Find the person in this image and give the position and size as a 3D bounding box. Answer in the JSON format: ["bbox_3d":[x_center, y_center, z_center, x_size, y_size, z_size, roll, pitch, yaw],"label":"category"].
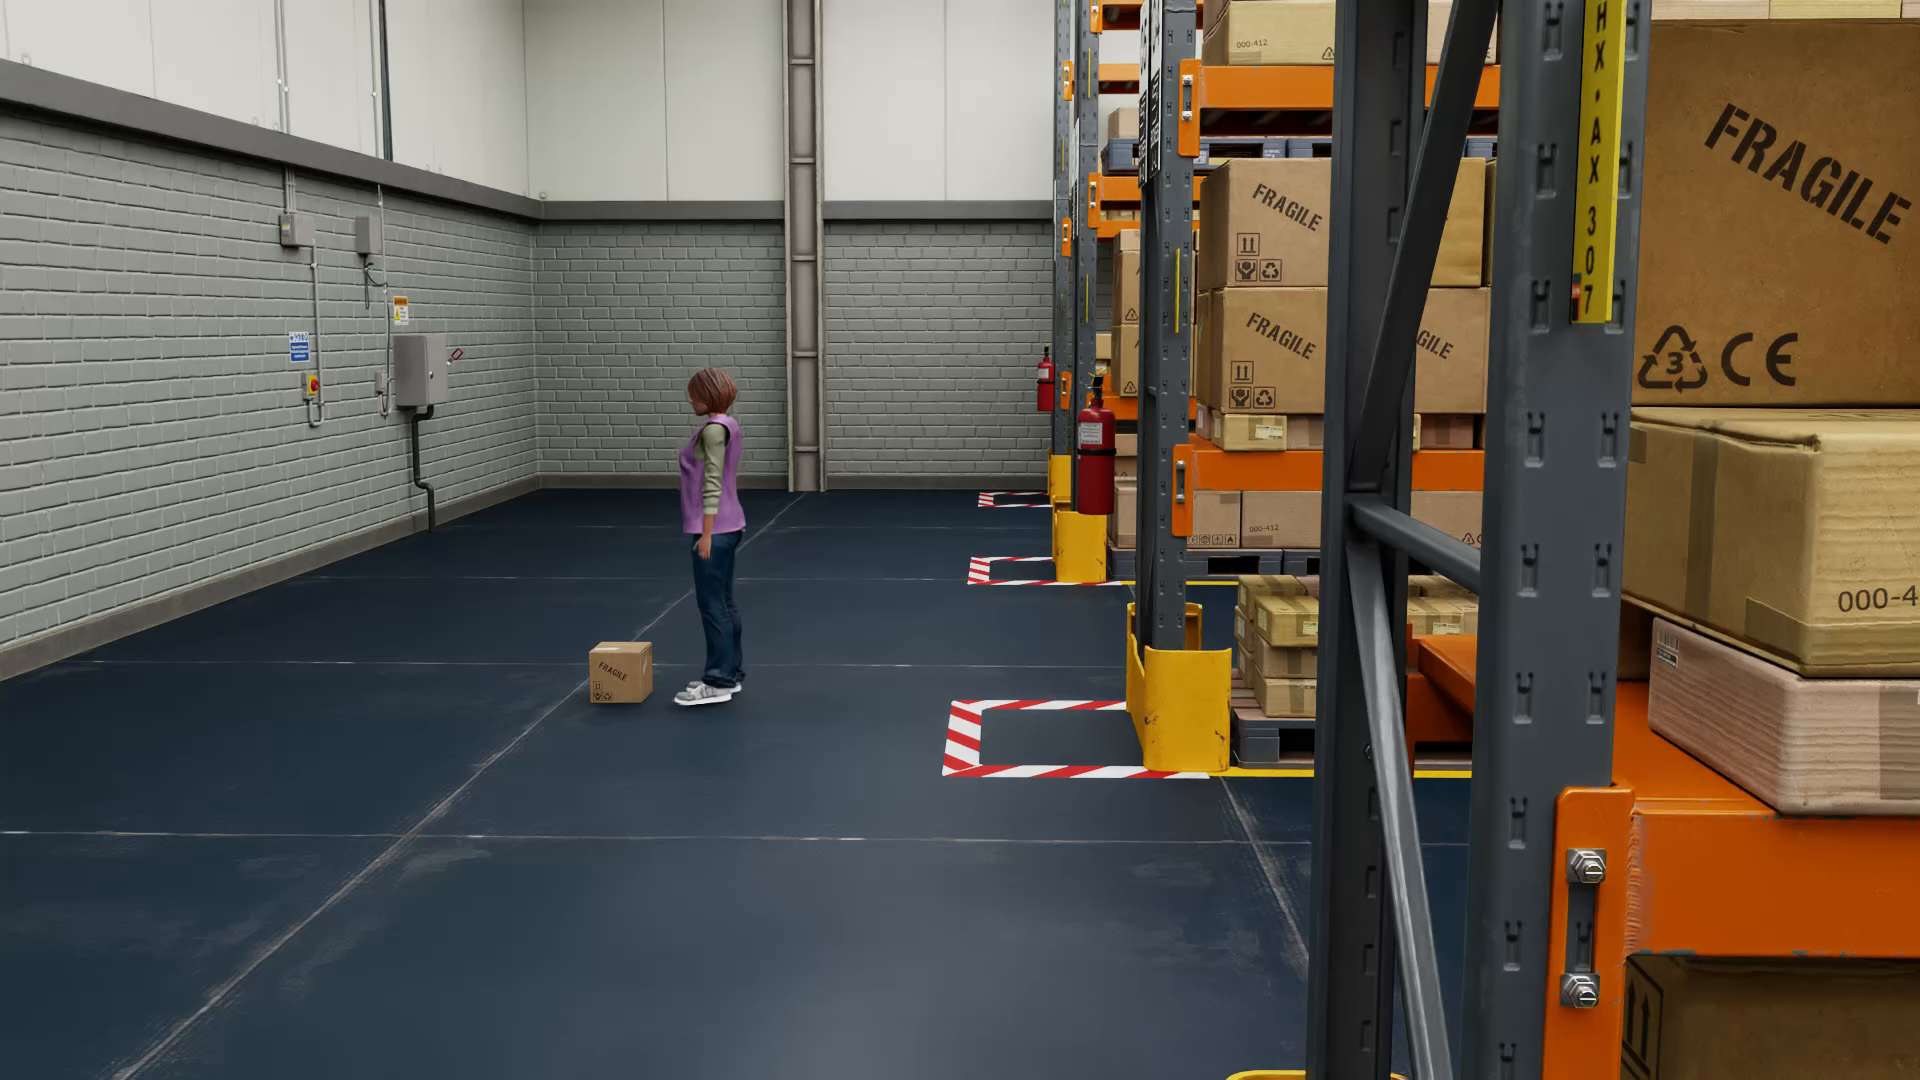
[{"bbox_3d":[-1.195,-0.023,7.977,0.330,1.604,0.408,0,7,3],"label":"person"}]
